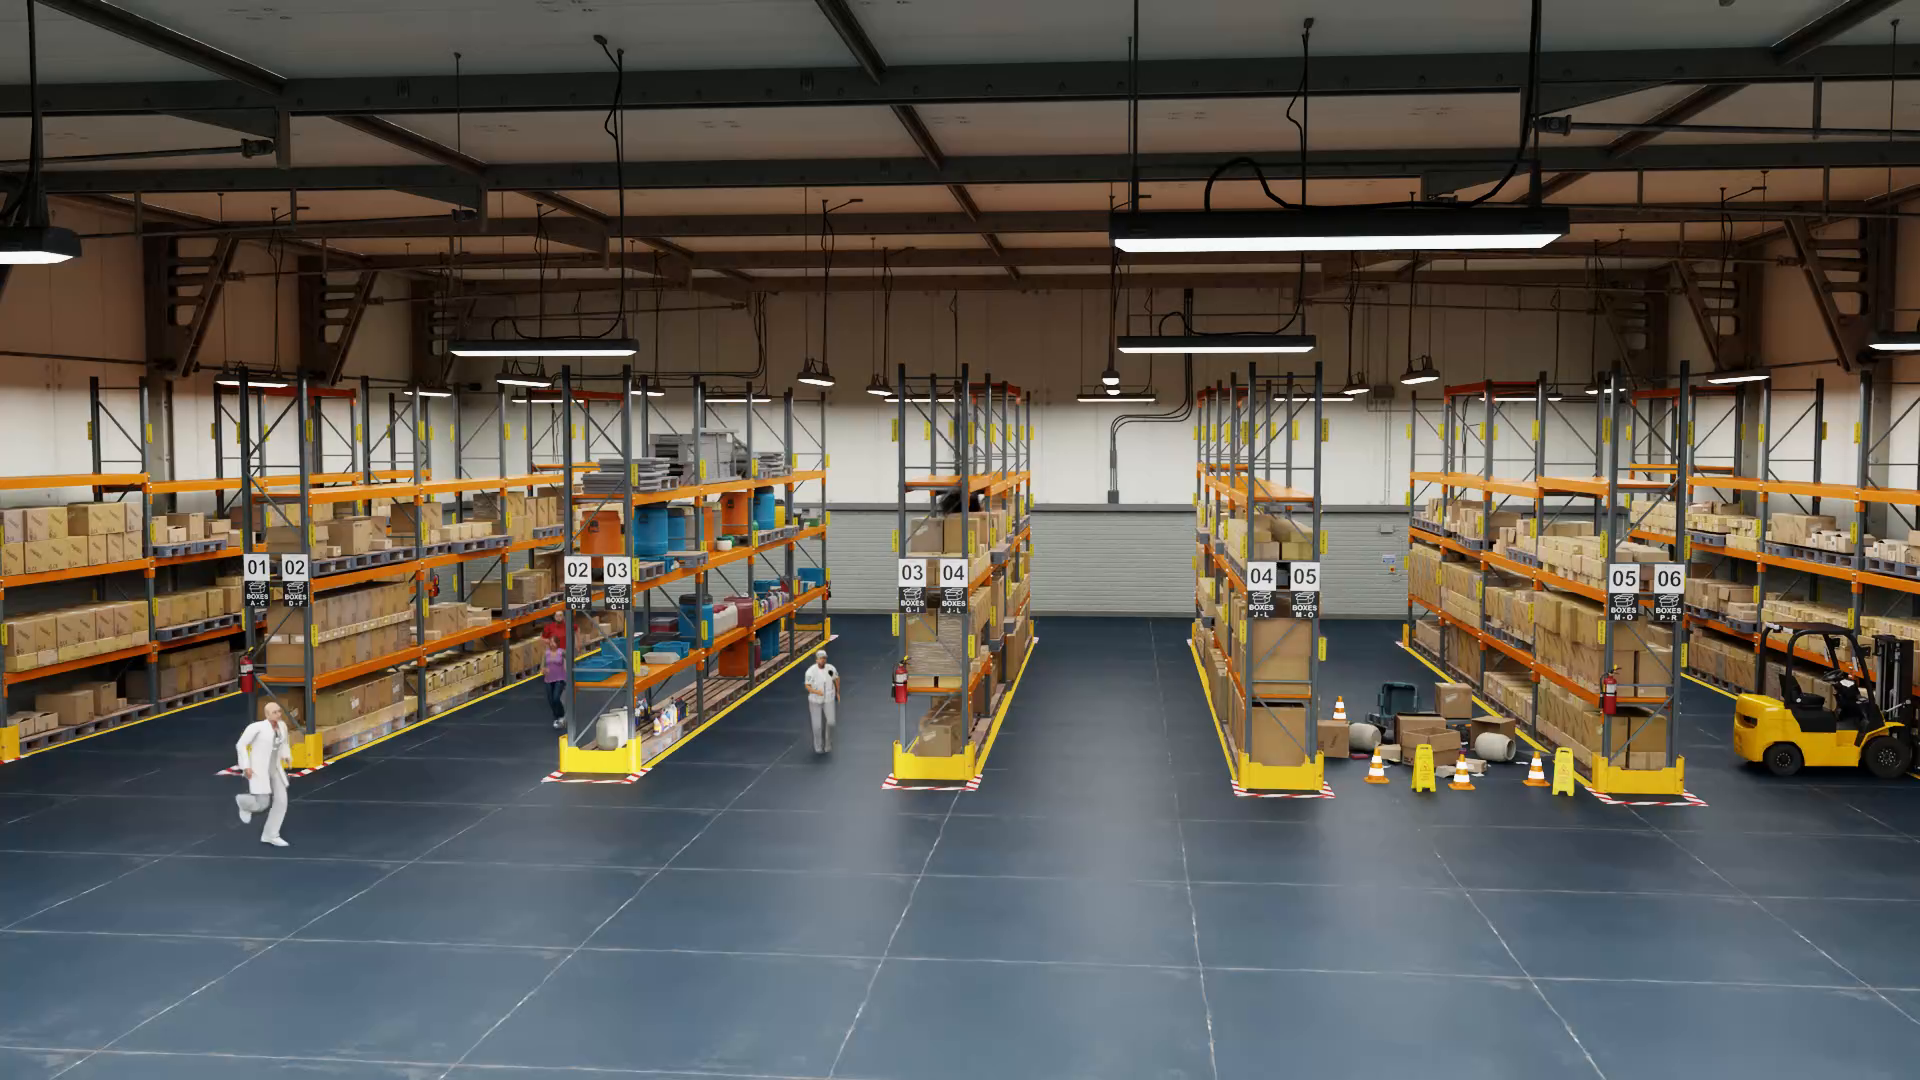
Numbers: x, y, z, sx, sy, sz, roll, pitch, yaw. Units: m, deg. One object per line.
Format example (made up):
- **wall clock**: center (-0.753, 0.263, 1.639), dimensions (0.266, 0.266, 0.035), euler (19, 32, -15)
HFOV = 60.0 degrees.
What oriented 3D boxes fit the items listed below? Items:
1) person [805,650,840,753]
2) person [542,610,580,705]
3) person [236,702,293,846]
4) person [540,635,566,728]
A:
- **person**: center (-2.133, 2.515, 25.886), dimensions (0.577, 1.626, 0.719), euler (-1, 4, -13)
- **person**: center (-7.421, 2.175, 30.943), dimensions (0.686, 1.777, 0.876), euler (-1, 4, -10)
- **person**: center (-8.544, 2.853, 20.380), dimensions (0.839, 1.755, 0.732), euler (2, 4, 30)
- **person**: center (-6.832, 2.397, 28.071), dimensions (0.511, 1.570, 0.636), euler (0, 4, 5)
